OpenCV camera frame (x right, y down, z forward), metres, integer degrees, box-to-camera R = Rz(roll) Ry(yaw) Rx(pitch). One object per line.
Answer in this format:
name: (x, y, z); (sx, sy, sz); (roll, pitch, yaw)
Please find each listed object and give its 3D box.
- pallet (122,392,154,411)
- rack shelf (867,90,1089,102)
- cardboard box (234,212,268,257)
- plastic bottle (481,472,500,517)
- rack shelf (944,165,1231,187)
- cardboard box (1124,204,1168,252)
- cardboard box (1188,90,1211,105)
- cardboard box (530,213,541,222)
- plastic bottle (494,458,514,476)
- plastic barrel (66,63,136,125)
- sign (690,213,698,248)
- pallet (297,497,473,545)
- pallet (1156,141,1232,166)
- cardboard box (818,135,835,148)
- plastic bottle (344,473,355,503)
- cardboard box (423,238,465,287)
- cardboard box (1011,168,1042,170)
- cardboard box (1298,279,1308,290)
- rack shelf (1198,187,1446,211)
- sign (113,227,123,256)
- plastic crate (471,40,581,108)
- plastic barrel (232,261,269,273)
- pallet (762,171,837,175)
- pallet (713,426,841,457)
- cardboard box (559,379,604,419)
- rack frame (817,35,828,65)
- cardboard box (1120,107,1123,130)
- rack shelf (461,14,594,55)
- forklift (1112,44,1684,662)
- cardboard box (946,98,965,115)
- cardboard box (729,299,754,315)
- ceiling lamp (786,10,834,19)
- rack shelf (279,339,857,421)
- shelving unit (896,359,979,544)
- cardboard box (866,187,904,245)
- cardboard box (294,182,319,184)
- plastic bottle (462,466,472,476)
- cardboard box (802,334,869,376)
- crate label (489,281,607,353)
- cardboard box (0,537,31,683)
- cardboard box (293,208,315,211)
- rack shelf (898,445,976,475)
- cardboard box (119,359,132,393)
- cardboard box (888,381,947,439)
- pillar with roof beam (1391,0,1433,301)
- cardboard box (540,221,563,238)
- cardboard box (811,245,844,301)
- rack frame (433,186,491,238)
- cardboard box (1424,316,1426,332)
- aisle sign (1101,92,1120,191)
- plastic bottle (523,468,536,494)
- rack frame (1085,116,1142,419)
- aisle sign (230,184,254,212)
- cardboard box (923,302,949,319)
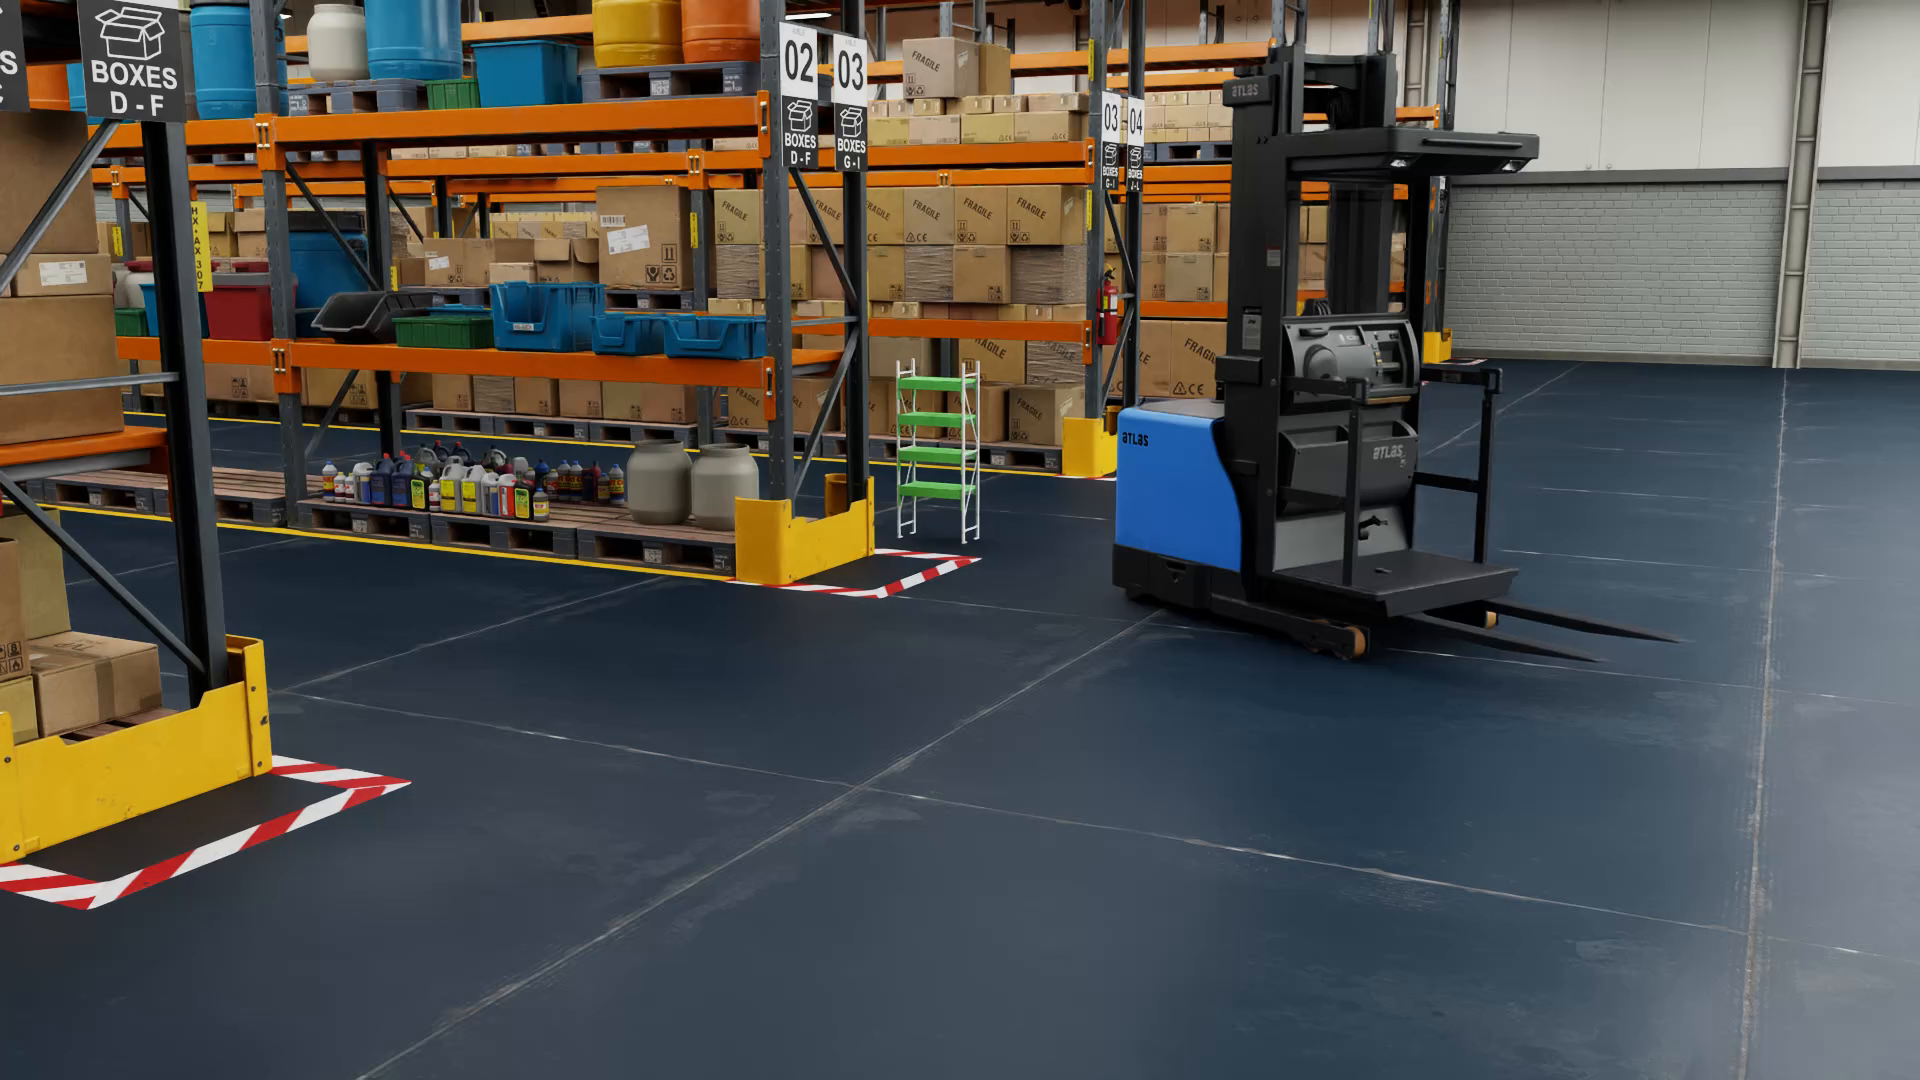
pallet: (-10.071, -1.751, 20.311); (1.213, 0.211, 1.003); (5, 11, 26)
rack shelf: (0.342, -6.562, 25.361); (4.000, 0.370, 1.077); (5, 11, 26)
cardboard box: (-7.672, -3.442, 18.728); (0.637, 0.503, 0.797); (5, 12, 28)
plastic bottle: (-3.033, -0.300, 10.878); (0.135, 0.276, 0.152); (5, 11, 24)
rack shelf: (1.830, -4.169, 19.439); (4.000, 0.370, 1.077); (5, 11, 26)
cardboard box: (2.331, -3.624, 19.379); (0.550, 0.550, 0.875); (5, 11, 26)
cardboard box: (2.718, -4.902, 18.478); (0.250, 0.149, 0.380); (5, 12, 27)
cardboard box: (-7.273, -5.632, 29.017); (0.250, 0.149, 0.380); (5, 11, 26)
plastic bottle: (-3.177, -0.433, 11.593); (0.133, 0.283, 0.061); (5, 11, 26)
plastic barrel: (-6.166, -3.460, 12.097); (0.708, 0.901, 0.600); (5, 11, 26)
sign: (-2.492, -2.901, 15.585); (0.005, 0.325, 0.100); (5, 11, 26)
pallet: (-3.857, -0.197, 11.728); (1.213, 0.211, 1.003); (5, 11, 26)
pallet: (2.953, -4.378, 18.826); (1.213, 0.211, 1.003); (5, 11, 26)
cardboard box: (-1.041, -3.664, 15.052); (0.500, 0.250, 0.500); (5, 11, 24)
plastic bottle: (-4.167, -0.357, 11.405); (0.097, 0.201, 0.097); (0, 10, 0)
cardboard box: (-5.334, -2.955, 17.675); (0.500, 0.500, 0.500); (4, 11, 19)
cardboard box: (1.096, -5.675, 24.985); (0.500, 0.250, 0.500); (5, 11, 27)
cardboard box: (4.796, -3.585, 23.323); (0.250, 0.149, 0.380); (5, 11, 25)
rack shelf: (6.122, -5.760, 28.233); (4.000, 0.370, 1.077); (5, 11, 26)
sign: (-9.668, -3.427, 19.088); (0.005, 0.325, 0.100); (5, 11, 26)
plastic crate: (-2.697, -2.884, 10.366); (0.575, 0.384, 0.392); (5, 11, 26)
plastic barrel: (-5.202, -1.806, 12.407); (0.433, 0.535, 0.433); (0, 10, 0)
pallet: (-1.946, -4.773, 21.286); (1.213, 0.211, 1.003); (6, 12, 28)
pallet: (-1.631, -1.001, 16.167); (1.213, 0.211, 1.003); (5, 11, 26)
cardboard box: (-3.712, -1.543, 17.117); (0.500, 0.500, 0.700); (4, 11, 21)
rack frame: (-2.846, -8.378, 32.255); (0.127, 3.000, 1.000); (5, 11, 26)
cardboard box: (1.711, -4.807, 19.069); (0.500, 0.250, 0.500); (5, 11, 26)
rack shelf: (-4.043, -4.979, 16.616); (4.000, 0.370, 1.077); (5, 11, 26)
forklift: (2.123, -0.959, 8.301); (1.130, 2.935, 3.031); (-7, 12, -35)
cardboard box: (0.073, -3.774, 14.540); (0.250, 0.149, 0.380); (5, 11, 26)
cardboard box: (-1.971, -2.210, 15.723); (0.250, 0.149, 0.380); (5, 11, 26)
ceiling lamp: (-3.066, -10.834, 29.431); (2.000, 3.185, 0.800); (5, 11, 26)
rack shelf: (-2.647, -1.118, 11.002); (4.000, 0.370, 1.077); (5, 11, 26)
shelving unit: (-0.148, -0.603, 11.195); (0.503, 1.200, 0.258); (5, 11, 26)
cardboard box: (-0.608, -2.915, 14.993); (0.500, 0.500, 0.500); (5, 11, 26)
cardboard box: (-9.498, -5.395, 24.617); (0.500, 0.250, 0.500); (5, 11, 24)
plastic bottle: (-3.307, -0.353, 11.169); (0.135, 0.276, 0.152); (5, 11, 26)
cardboard box: (-1.424, -2.415, 21.290); (0.750, 0.750, 1.050); (5, 11, 26)
crate label: (-2.624, -1.433, 10.627); (0.616, 0.435, 0.502); (5, 11, 26)
cardboard box: (-3.661, 0.260, 5.810); (0.500, 0.500, 0.500); (5, 11, 26)
cardboard box: (-9.528, -4.676, 24.723); (0.500, 0.500, 0.500); (5, 11, 25)
rack shelf: (-0.148, -0.541, 11.207); (0.480, 0.148, 0.258); (5, 11, 26)
cardboard box: (-9.980, -2.276, 20.173); (0.875, 0.875, 0.875); (5, 11, 26)
cardboard box: (-0.319, -1.227, 15.429); (0.500, 0.500, 0.500); (6, 12, 31)
pillar with roof beam: (5.785, -6.944, 24.330); (0.400, 9.000, 9.100); (5, 11, 26)
cardboard box: (-6.942, -5.288, 28.939); (0.500, 0.500, 0.500); (5, 11, 26)
cardboard box: (-0.947, -2.502, 15.516); (0.500, 0.500, 0.875); (5, 11, 26)
rack frame: (-7.138, -3.835, 23.996); (0.127, 3.000, 1.000); (5, 11, 26)
cardboard box: (7.586, -3.651, 28.116); (0.500, 0.250, 0.500); (5, 12, 27)
aisle sign: (1.261, -3.331, 13.915); (0.004, 0.787, 0.394); (5, 11, 26)
plastic bottle: (-3.012, -0.405, 11.667); (0.097, 0.201, 0.097); (0, 10, 0)
rack frame: (1.338, -2.105, 14.438); (0.127, 3.000, 1.000); (5, 11, 26)
aisle sign: (-10.924, -5.387, 25.273); (0.004, 0.787, 0.394); (5, 11, 26)
cardboard box: (-0.137, -2.067, 14.932); (0.250, 0.149, 0.380); (5, 11, 26)
